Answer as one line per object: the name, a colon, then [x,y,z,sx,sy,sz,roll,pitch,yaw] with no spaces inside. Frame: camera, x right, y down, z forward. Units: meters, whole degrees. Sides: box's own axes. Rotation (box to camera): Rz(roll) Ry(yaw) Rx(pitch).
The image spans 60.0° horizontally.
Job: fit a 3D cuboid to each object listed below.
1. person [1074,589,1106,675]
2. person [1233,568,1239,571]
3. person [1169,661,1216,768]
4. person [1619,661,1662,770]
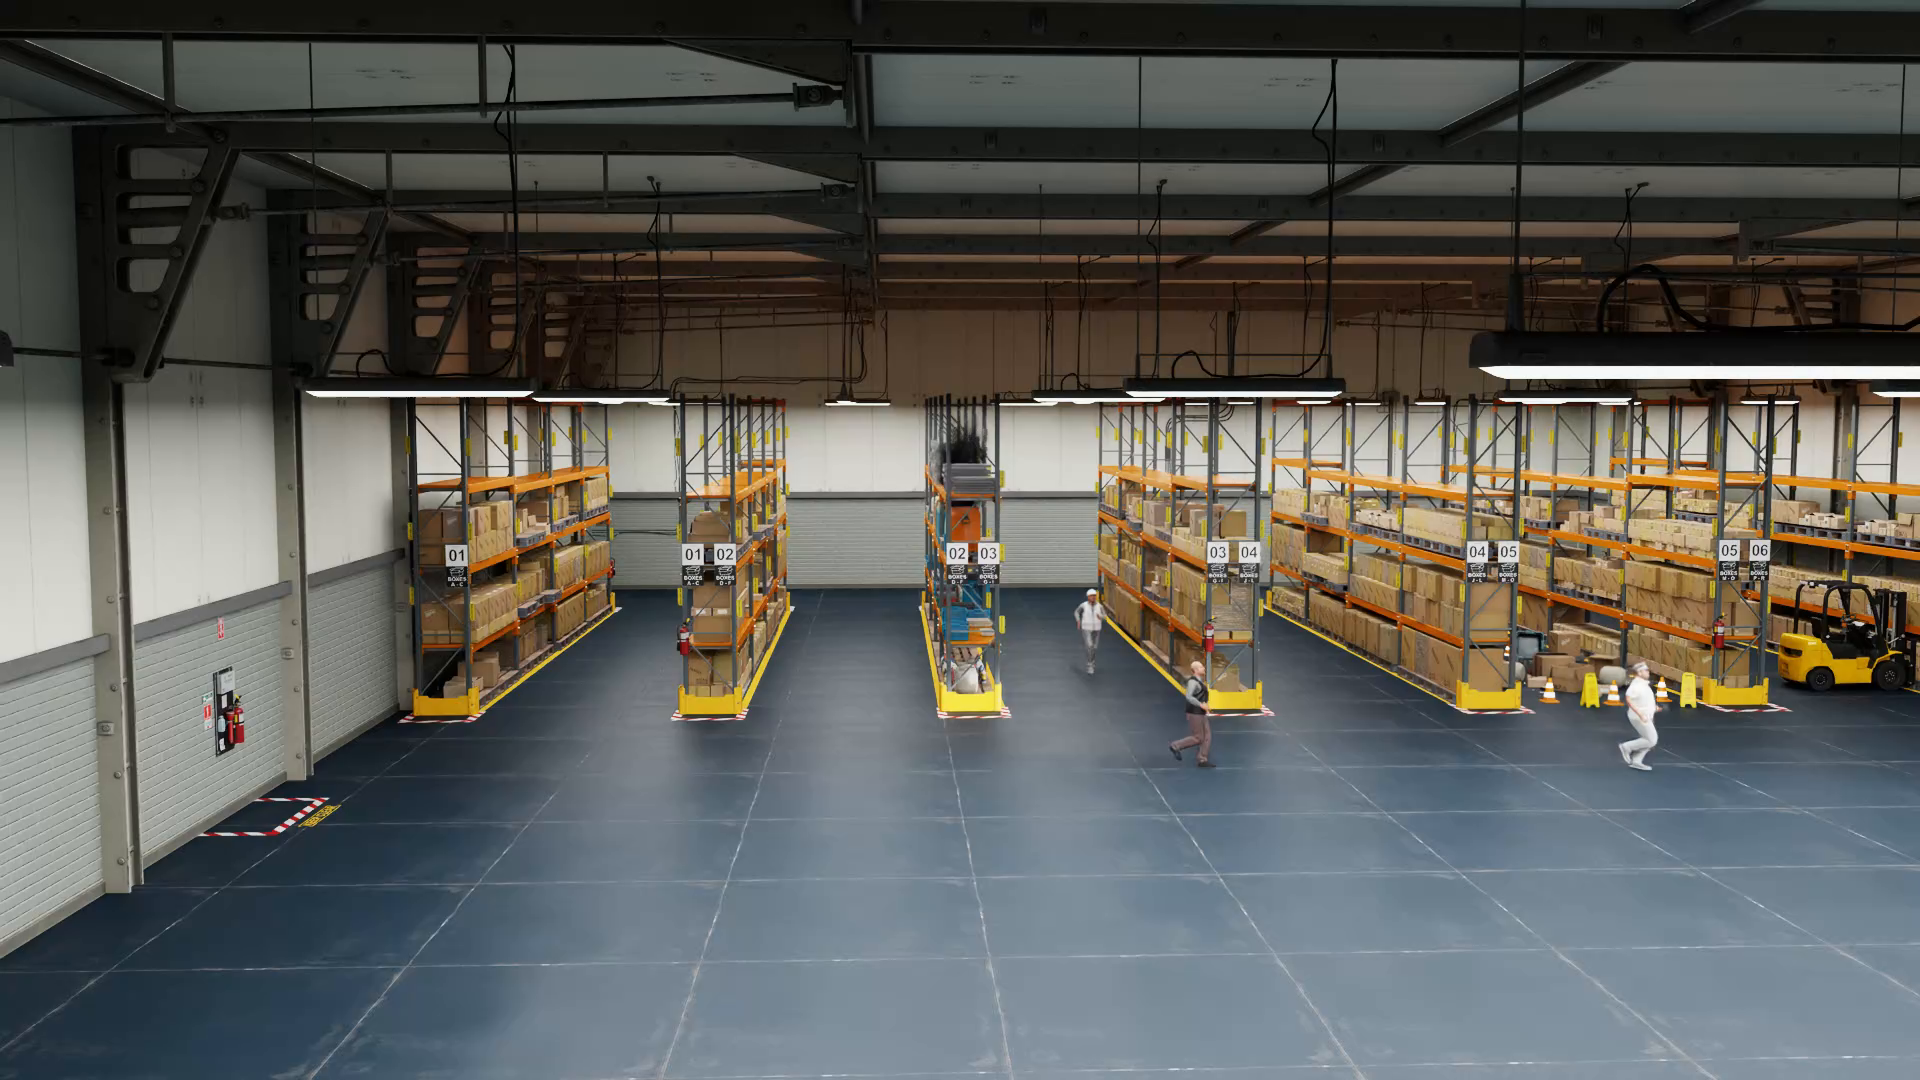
person: [2.855,1.971,36.170,0.633,1.822,0.825,-1,5,-13]
person: [8.239,1.004,48.957,0.955,1.685,0.862,0,5,1]
person: [3.732,2.777,26.539,0.752,1.697,0.657,1,5,18]
person: [10.798,2.781,26.350,0.597,1.732,0.665,3,5,29]
